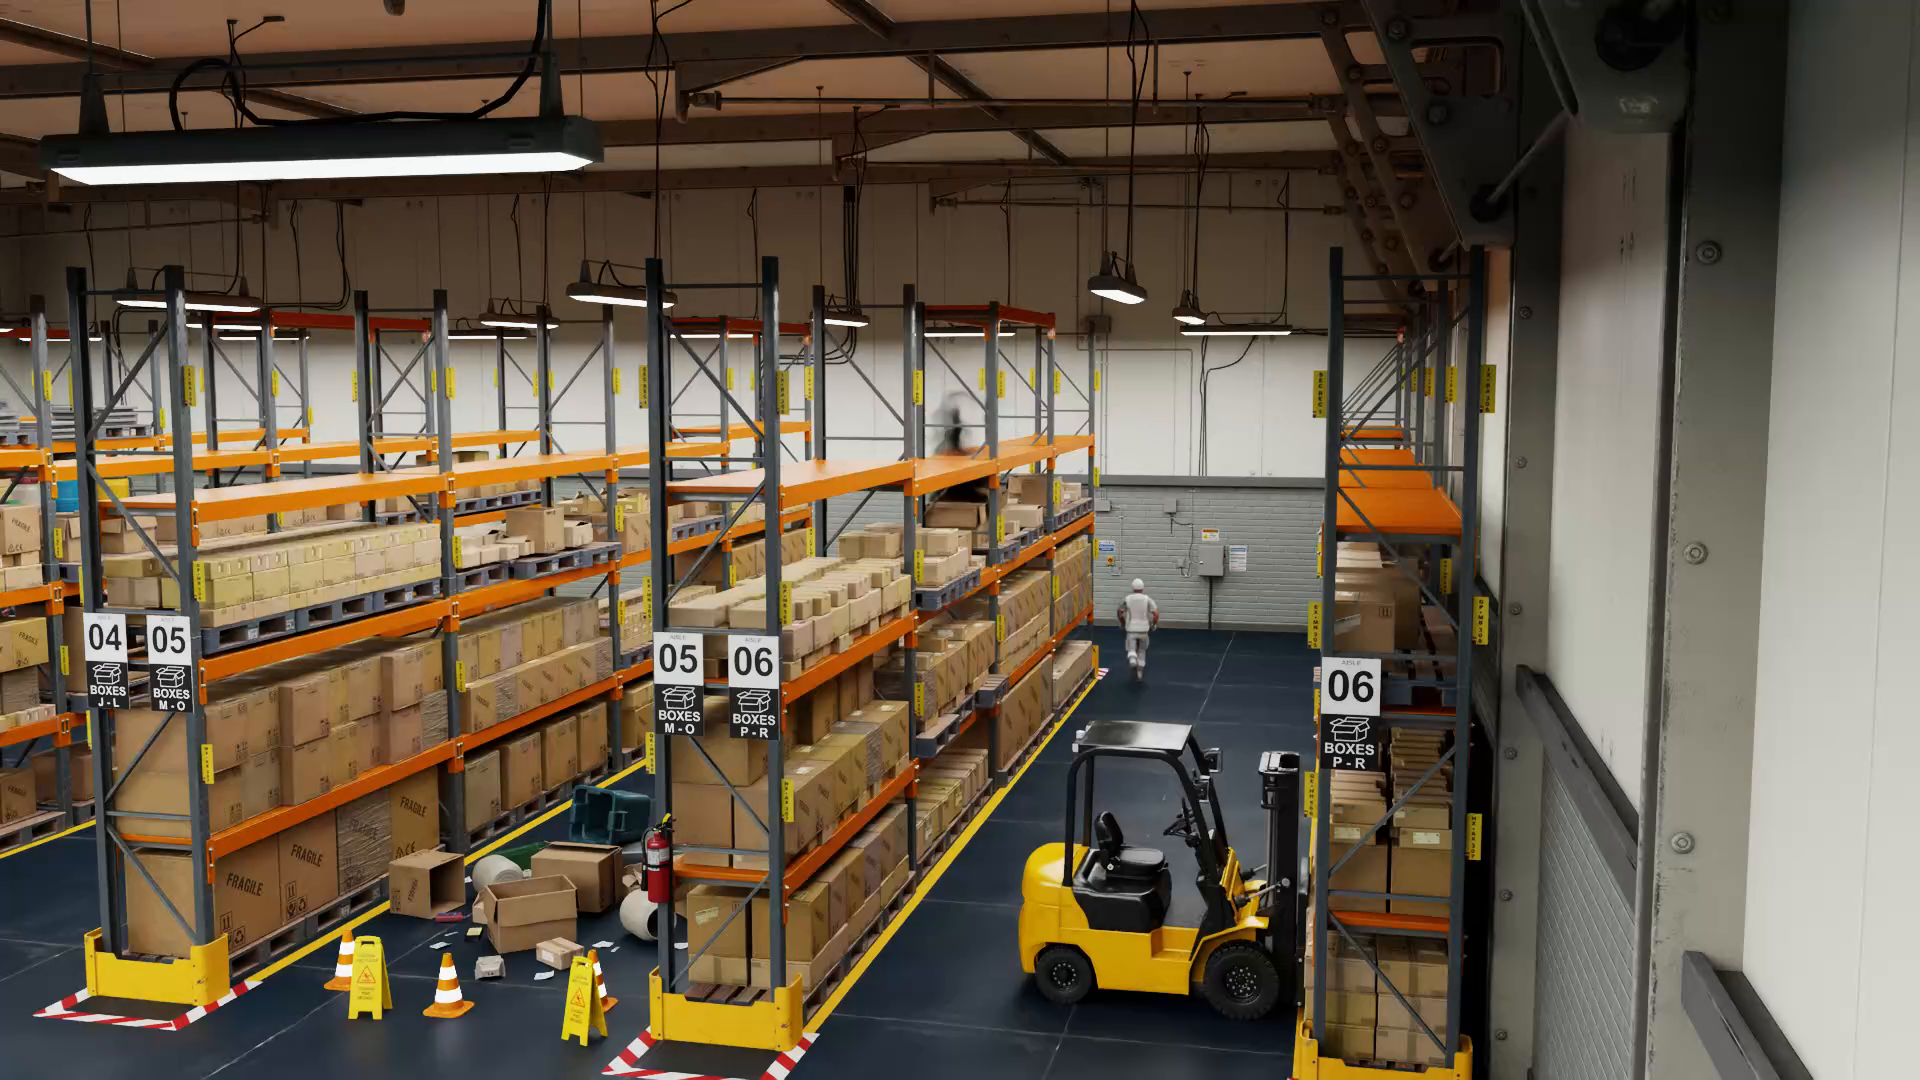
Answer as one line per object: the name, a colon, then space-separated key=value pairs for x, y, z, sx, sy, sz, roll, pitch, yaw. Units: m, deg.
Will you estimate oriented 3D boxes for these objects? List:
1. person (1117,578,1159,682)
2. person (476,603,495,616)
person: x=2.942 y=1.511 z=27.571 sx=0.692 sy=1.747 sz=0.783 roll=1 pitch=6 yaw=7
person: x=-7.163 y=1.728 z=25.310 sx=0.658 sy=1.729 sz=0.976 roll=1 pitch=6 yaw=8
